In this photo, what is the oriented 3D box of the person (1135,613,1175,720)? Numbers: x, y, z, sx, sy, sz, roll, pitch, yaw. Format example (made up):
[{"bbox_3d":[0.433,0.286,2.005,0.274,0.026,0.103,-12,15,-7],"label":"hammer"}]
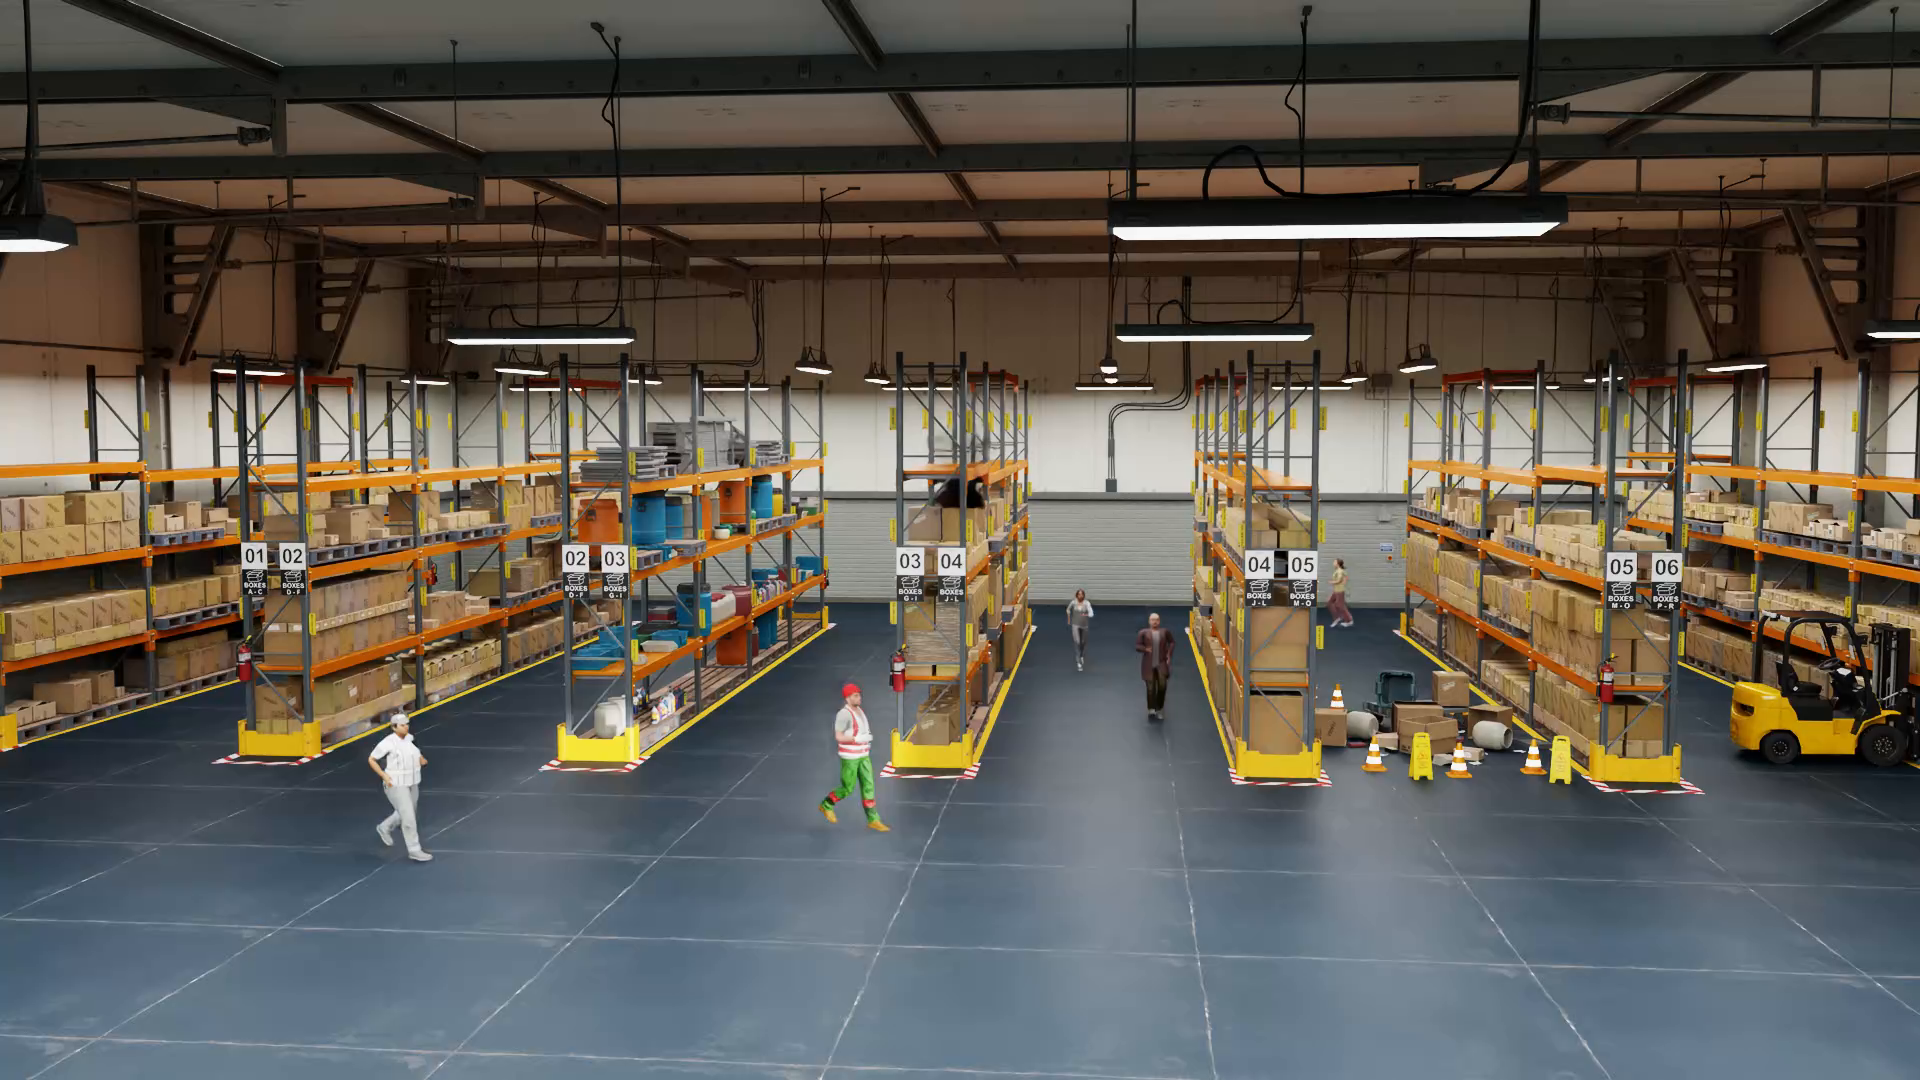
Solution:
[{"bbox_3d":[3.290,2.140,27.981,0.687,1.805,0.733,0,4,3],"label":"person"}]

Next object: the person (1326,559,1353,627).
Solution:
[{"bbox_3d":[9.259,1.292,40.533,0.682,1.681,0.559,1,4,9],"label":"person"}]

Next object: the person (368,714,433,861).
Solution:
[{"bbox_3d":[-6.411,2.808,19.073,0.929,1.644,0.613,2,4,24],"label":"person"}]

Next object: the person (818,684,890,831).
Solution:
[{"bbox_3d":[-1.290,2.638,20.266,0.985,1.776,0.654,2,5,31],"label":"person"}]

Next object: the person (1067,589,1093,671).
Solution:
[{"bbox_3d":[2.431,1.798,33.682,0.520,1.588,0.855,0,4,-1],"label":"person"}]
